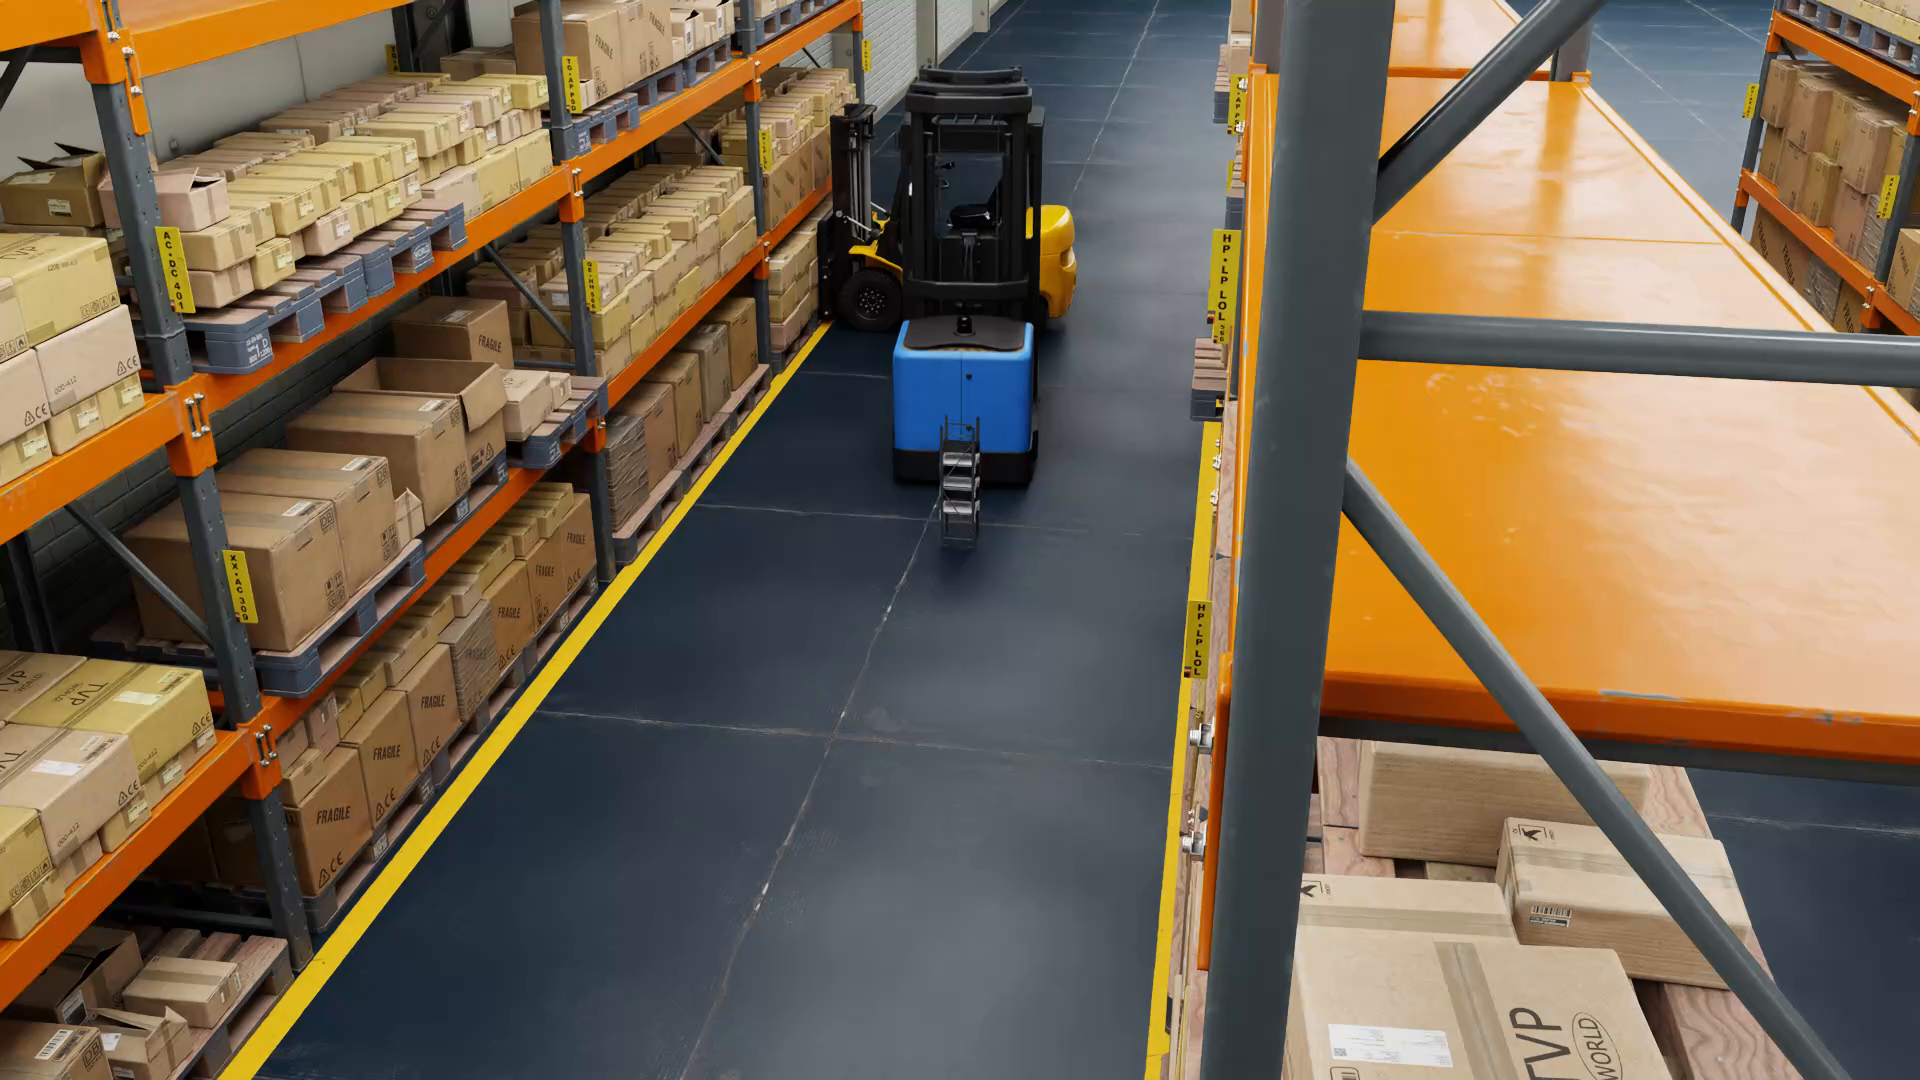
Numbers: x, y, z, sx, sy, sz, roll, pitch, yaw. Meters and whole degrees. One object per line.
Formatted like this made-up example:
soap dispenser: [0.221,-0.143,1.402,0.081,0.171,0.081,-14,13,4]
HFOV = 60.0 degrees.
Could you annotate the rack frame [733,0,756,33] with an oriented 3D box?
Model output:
rack frame: [-2.167,-5.513,12.914,1.000,3.000,0.127,4,25,9]

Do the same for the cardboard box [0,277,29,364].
cardboard box: [-3.393,-0.661,5.323,0.500,0.250,0.500,4,25,8]

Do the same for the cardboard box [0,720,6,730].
cardboard box: [-3.897,0.882,6.154,0.500,0.250,0.500,4,25,8]

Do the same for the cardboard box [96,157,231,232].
cardboard box: [-3.081,-1.355,6.411,0.396,0.266,0.258,4,25,8]

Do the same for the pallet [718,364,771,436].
pallet: [-2.249,-1.222,14.112,1.003,0.211,1.213,4,25,9]

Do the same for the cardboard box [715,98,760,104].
cardboard box: [-2.099,-4.062,15.655,0.380,0.149,0.250,5,25,10]

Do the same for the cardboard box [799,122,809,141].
cardboard box: [-1.618,-3.784,15.412,0.380,0.149,0.250,3,25,7]

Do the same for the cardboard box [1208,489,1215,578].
cardboard box: [1.882,0.274,9.637,0.875,0.875,0.875,4,25,8]

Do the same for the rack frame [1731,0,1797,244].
rack frame: [8.285,-3.826,16.386,1.000,3.000,0.127,4,25,9]

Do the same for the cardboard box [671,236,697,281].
cardboard box: [-2.262,-2.093,12.270,0.500,0.250,0.500,4,25,9]

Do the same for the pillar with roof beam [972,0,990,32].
pillar with roof beam: [4.673,-14.187,31.445,9.100,9.000,0.400,4,25,9]

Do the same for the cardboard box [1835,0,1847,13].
cardboard box: [7.665,-4.551,14.079,0.380,0.149,0.250,4,25,9]

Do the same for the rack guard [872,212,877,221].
rack guard: [-1.509,-3.347,18.311,1.175,0.500,0.348,4,25,9]

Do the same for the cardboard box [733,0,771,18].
cardboard box: [-1.794,-4.443,13.849,0.380,0.149,0.250,5,25,10]

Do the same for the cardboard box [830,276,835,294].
cardboard box: [-1.522,-2.561,16.431,0.500,0.250,0.500,5,26,10]

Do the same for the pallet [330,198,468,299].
pallet: [-3.132,-1.426,7.941,1.213,0.211,1.003,4,25,9]

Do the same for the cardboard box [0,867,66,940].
cardboard box: [-3.401,1.252,5.834,0.380,0.149,0.250,4,25,8]

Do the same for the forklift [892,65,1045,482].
forklift: [0.104,-2.346,13.305,1.130,2.935,3.031,2,25,3]

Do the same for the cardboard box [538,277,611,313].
cardboard box: [-2.478,-1.575,10.694,0.380,0.149,0.250,5,26,10]

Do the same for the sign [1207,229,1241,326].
sign: [0.886,-0.877,5.565,0.100,0.325,0.005,4,25,9]

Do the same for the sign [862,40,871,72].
sign: [-0.980,-5.057,17.371,0.100,0.325,0.005,4,25,9]

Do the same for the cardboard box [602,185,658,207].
cardboard box: [-2.594,-2.682,13.058,0.380,0.149,0.250,4,25,8]

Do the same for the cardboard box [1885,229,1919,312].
cardboard box: [7.279,-1.997,12.360,0.500,0.500,0.500,4,25,9]

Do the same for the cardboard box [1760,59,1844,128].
cardboard box: [8.186,-4.231,15.799,0.875,0.550,0.550,4,25,9]

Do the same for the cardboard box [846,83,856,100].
cardboard box: [-1.293,-4.644,17.250,0.380,0.149,0.250,4,25,9]

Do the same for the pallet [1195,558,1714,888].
pallet: [1.078,0.424,3.872,1.003,0.211,1.213,4,25,9]

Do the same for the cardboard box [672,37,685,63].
cardboard box: [-2.173,-3.473,11.776,0.380,0.149,0.250,4,25,8]

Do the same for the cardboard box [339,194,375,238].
cardboard box: [-2.868,-1.455,7.466,0.380,0.149,0.250,4,25,8]

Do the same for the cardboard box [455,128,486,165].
cardboard box: [-2.768,-2.107,8.882,0.380,0.149,0.250,4,25,9]

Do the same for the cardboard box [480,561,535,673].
cardboard box: [-2.853,0.438,9.729,0.500,0.500,0.500,5,26,11]

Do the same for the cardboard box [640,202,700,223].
cardboard box: [-2.183,-2.441,12.542,0.380,0.149,0.250,4,25,9]

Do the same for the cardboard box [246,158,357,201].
cardboard box: [-2.936,-1.600,7.424,0.380,0.149,0.250,4,25,9]

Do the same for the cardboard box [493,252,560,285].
cardboard box: [-2.932,-1.834,11.246,0.380,0.149,0.250,4,25,8]

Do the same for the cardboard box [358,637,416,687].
cardboard box: [-3.044,0.619,8.576,0.380,0.149,0.250,4,25,8]

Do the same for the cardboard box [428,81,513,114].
cardboard box: [-2.732,-2.462,9.289,0.380,0.149,0.250,3,25,7]

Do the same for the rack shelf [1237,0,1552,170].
rack shelf: [1.750,-2.155,7.058,1.077,0.370,4.000,4,25,9]

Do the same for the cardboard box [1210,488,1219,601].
cardboard box: [1.326,-0.027,6.973,0.500,0.500,0.500,5,25,10]

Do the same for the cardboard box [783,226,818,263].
cardboard box: [-1.615,-2.797,15.755,0.500,0.250,0.500,5,26,10]

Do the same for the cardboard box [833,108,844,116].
cardboard box: [-1.428,-4.074,16.798,0.500,0.500,0.500,5,26,10]

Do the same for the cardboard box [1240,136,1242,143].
cardboard box: [2.716,-3.270,14.729,0.500,0.500,0.500,5,25,10]

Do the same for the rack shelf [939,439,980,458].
rack shelf: [-0.001,-0.619,11.452,0.258,0.077,0.200,4,25,9]

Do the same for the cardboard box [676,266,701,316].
cardboard box: [-2.256,-1.867,12.377,0.500,0.250,0.500,5,26,10]

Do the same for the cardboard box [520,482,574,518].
cardboard box: [-2.651,-0.251,10.436,0.380,0.149,0.250,3,25,6]

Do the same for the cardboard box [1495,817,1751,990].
cardboard box: [1.174,0.646,2.977,0.380,0.149,0.250,5,26,10]

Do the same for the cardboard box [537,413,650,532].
cardboard box: [-2.705,-0.498,11.581,0.875,0.625,0.625,5,26,10]

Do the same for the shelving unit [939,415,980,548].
shelving unit: [-0.001,-0.404,11.552,0.258,0.900,0.210,4,25,9]

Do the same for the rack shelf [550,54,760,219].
rack shelf: [-2.494,-2.992,11.915,1.077,0.370,4.000,4,25,9]

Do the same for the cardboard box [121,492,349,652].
cardboard box: [-3.174,0.127,7.326,0.700,0.500,0.500,5,25,10]

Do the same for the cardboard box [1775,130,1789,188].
cardboard box: [8.200,-3.504,15.521,0.875,0.550,0.550,4,25,9]

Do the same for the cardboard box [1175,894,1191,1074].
cardboard box: [0.914,1.443,5.012,0.500,0.500,0.500,4,25,9]

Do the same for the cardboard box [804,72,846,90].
cardboard box: [-1.373,-4.673,16.961,0.380,0.149,0.250,4,25,9]

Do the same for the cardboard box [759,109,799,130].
cardboard box: [-1.676,-3.817,15.132,0.380,0.149,0.250,4,25,8]
